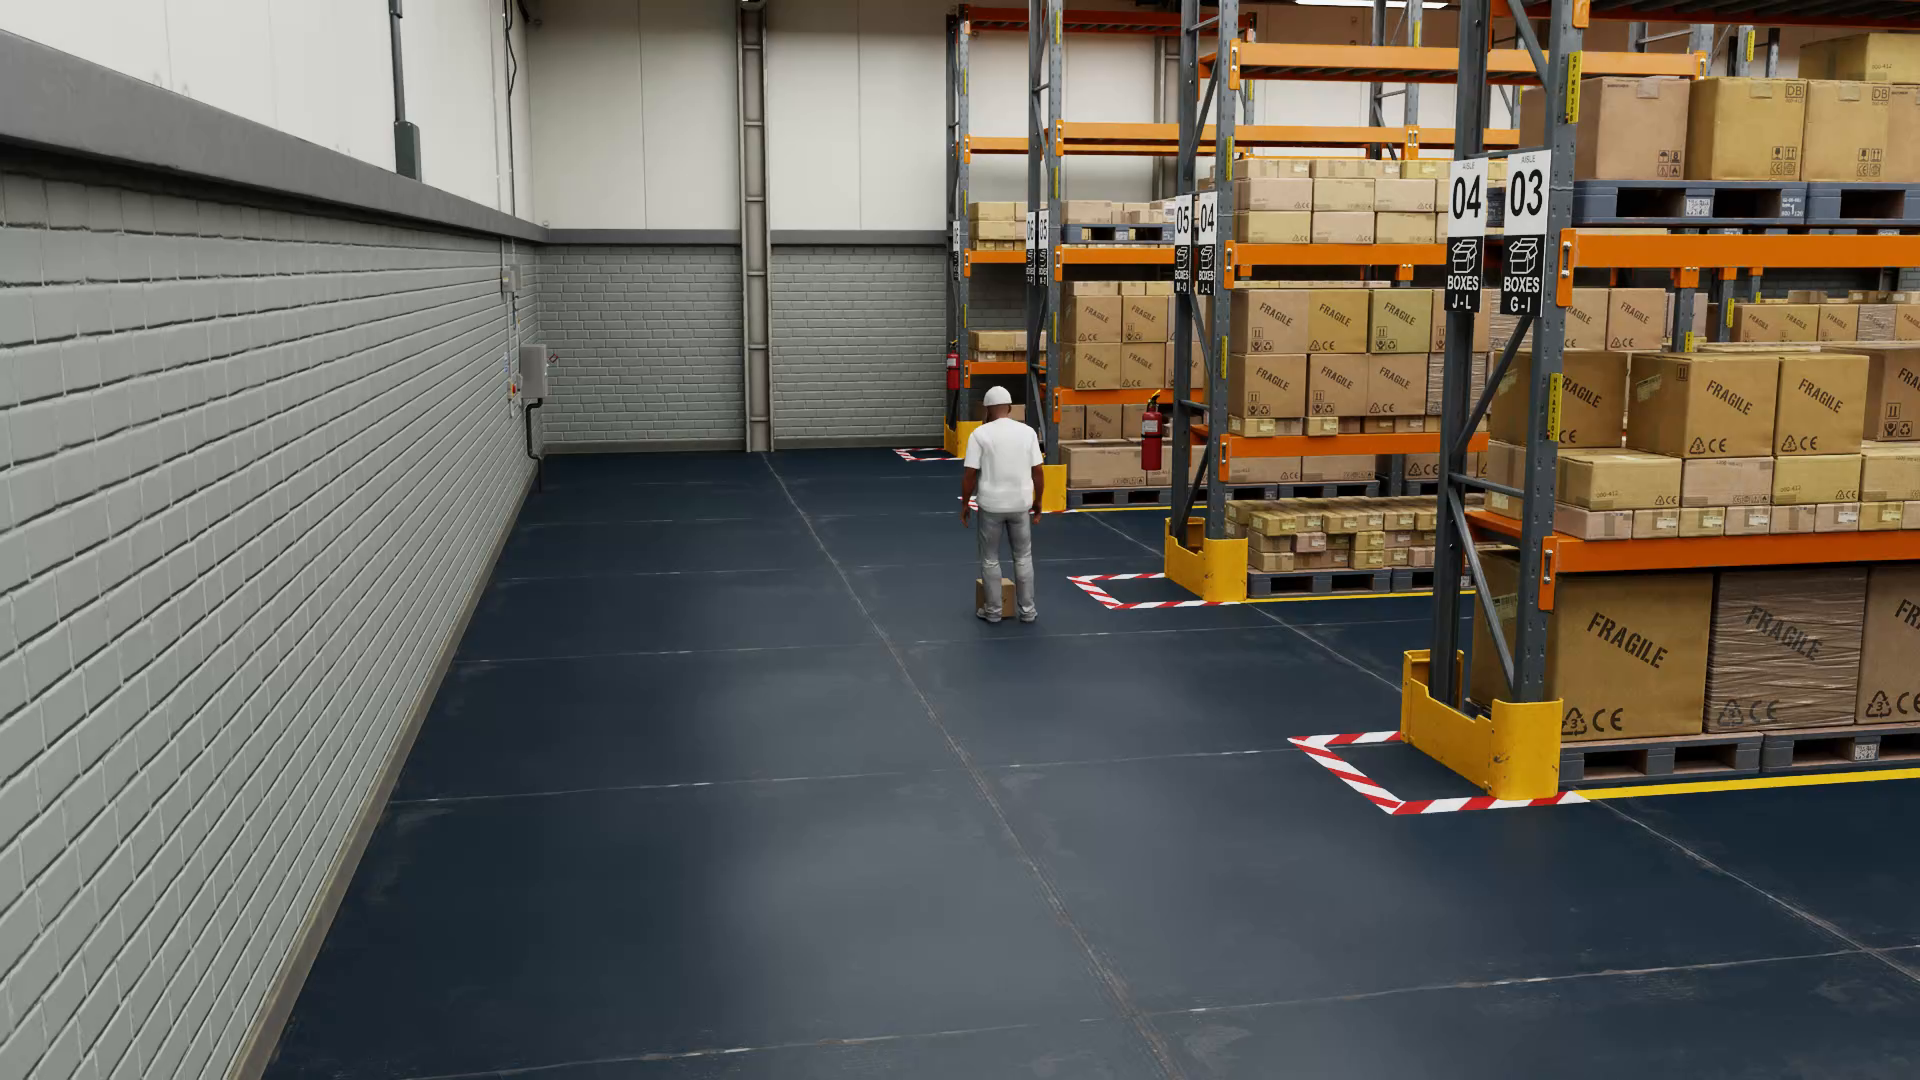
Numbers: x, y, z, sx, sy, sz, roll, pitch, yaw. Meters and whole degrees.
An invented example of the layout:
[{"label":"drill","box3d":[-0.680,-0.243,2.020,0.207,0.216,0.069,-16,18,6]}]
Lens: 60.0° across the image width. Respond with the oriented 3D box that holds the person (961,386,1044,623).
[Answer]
[{"label":"person","box3d":[0.317,-0.263,12.396,0.637,1.761,0.455,-2,10,-13]}]
